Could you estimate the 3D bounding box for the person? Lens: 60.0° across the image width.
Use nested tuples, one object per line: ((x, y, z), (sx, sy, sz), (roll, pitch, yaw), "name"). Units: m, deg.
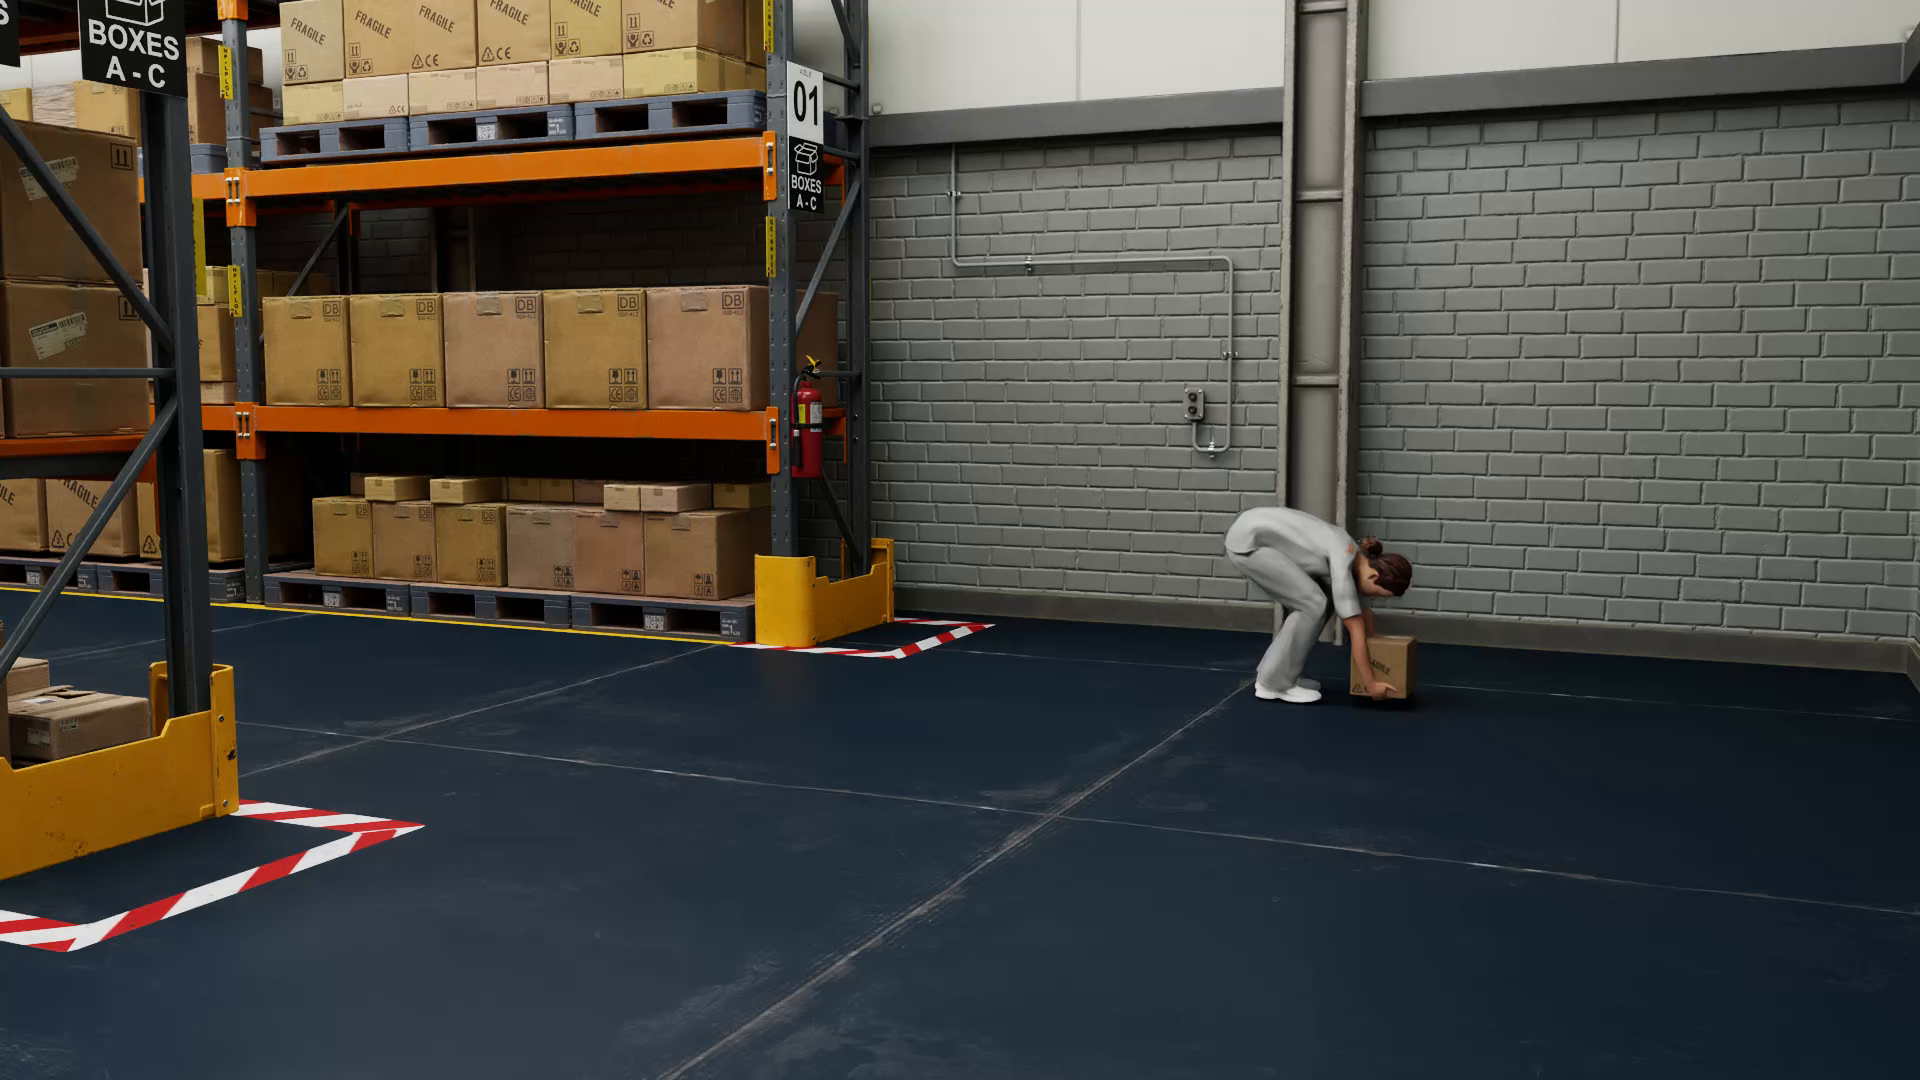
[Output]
((1.656, 0.297, 7.706), (0.847, 0.892, 0.462), (2, 6, 21), "person")
